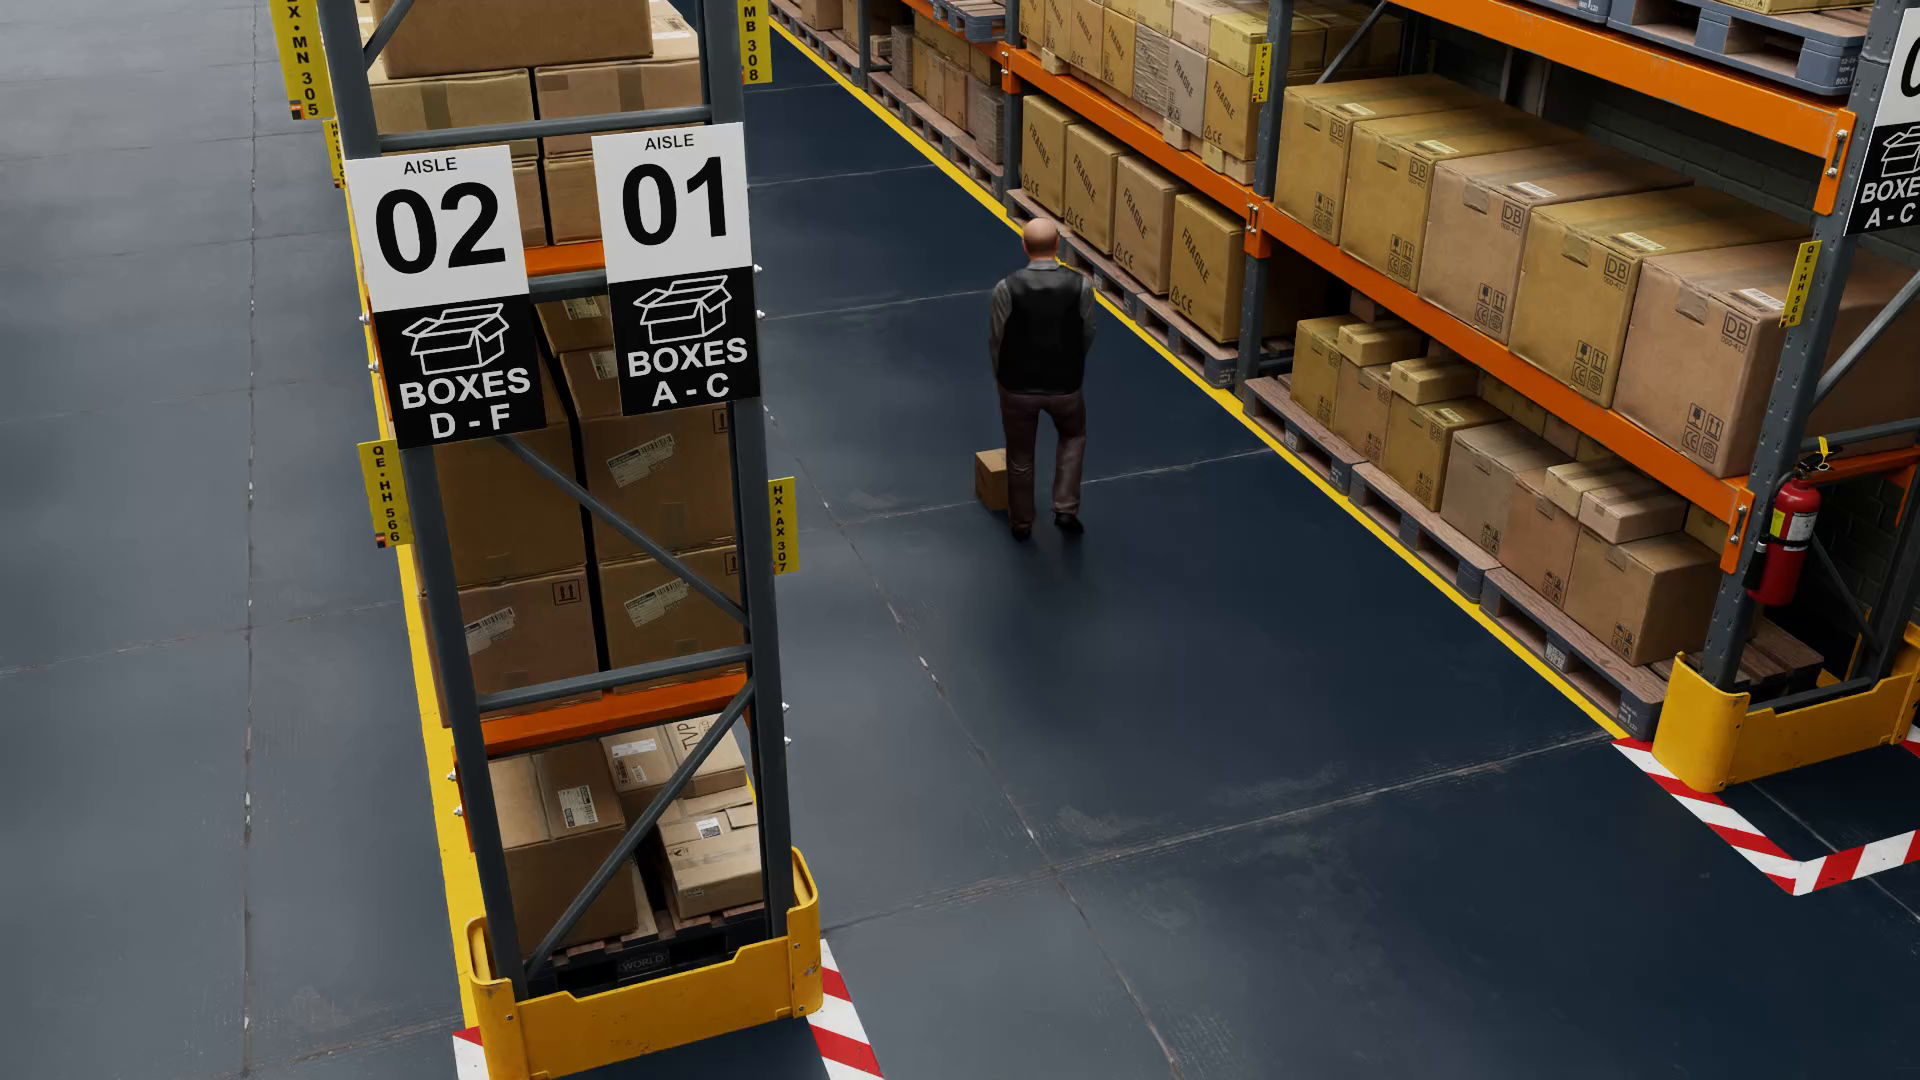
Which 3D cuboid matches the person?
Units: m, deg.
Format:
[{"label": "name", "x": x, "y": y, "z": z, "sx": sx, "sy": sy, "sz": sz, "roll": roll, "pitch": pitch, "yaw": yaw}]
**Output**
[{"label": "person", "x": 0.410, "y": -0.755, "z": 8.610, "sx": 0.553, "sy": 1.617, "sz": 0.534, "roll": -2, "pitch": 30, "yaw": -4}]
